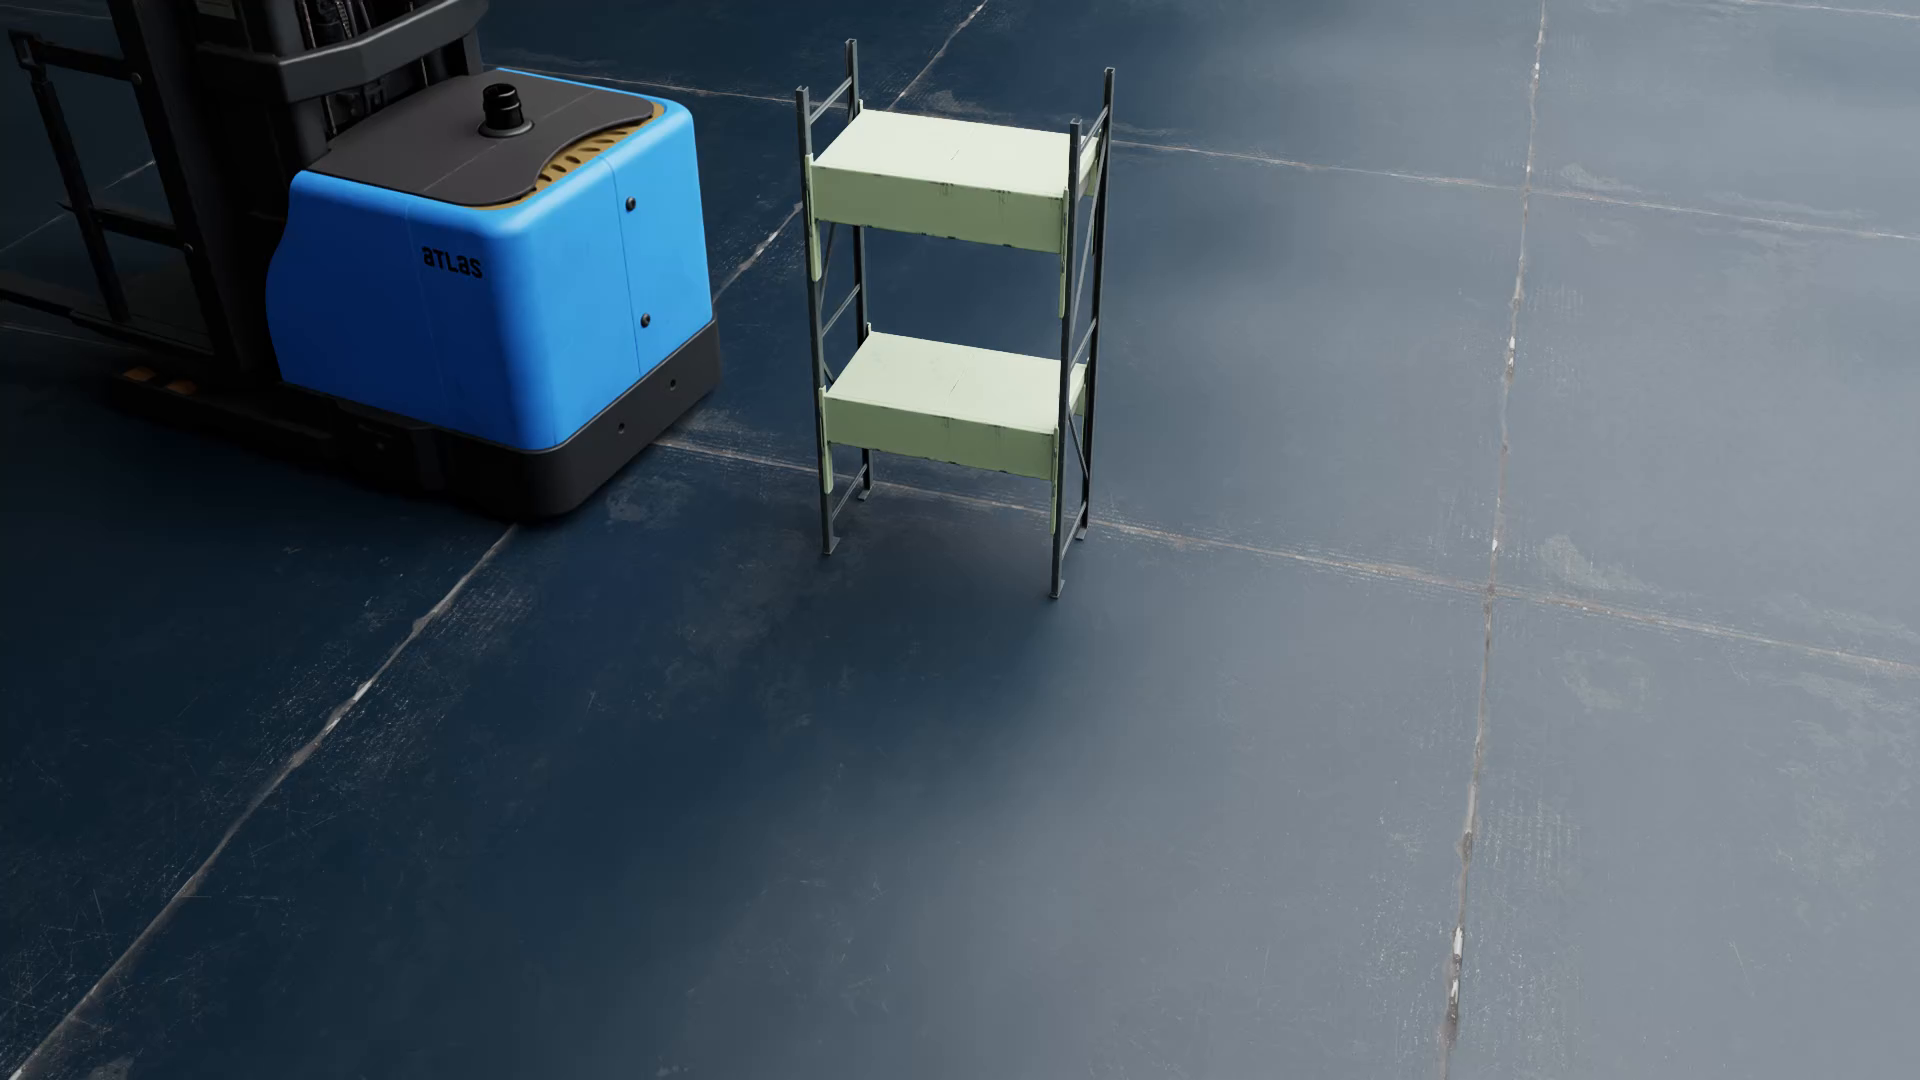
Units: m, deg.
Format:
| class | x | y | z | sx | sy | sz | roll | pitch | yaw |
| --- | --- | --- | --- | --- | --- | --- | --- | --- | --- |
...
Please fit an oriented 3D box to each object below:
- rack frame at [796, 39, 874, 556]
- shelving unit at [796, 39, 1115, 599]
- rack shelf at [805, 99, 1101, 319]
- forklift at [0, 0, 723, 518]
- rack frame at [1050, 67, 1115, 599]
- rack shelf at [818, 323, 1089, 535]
| class | x | y | z | sx | sy | sz | roll | pitch | yaw |
| --- | --- | --- | --- | --- | --- | --- | --- | --- | --- |
| rack frame | -0.356 | -0.670 | 4.895 | 0.023 | 1.500 | 0.400 | 10 | 38 | 14 |
| shelving unit | -0.006 | -0.605 | 4.807 | 0.755 | 1.500 | 0.431 | 10 | 38 | 14 |
| rack shelf | -0.006 | -0.919 | 4.576 | 0.720 | 0.370 | 0.431 | 10 | 38 | 14 |
| forklift | -2.403 | -1.838 | 5.275 | 3.031 | 2.935 | 1.130 | 16 | 39 | 20 |
| rack frame | 0.343 | -0.541 | 4.719 | 0.023 | 1.500 | 0.400 | 10 | 38 | 14 |
| rack shelf | -0.006 | -0.343 | 5.000 | 0.720 | 0.370 | 0.431 | 10 | 38 | 14 |
